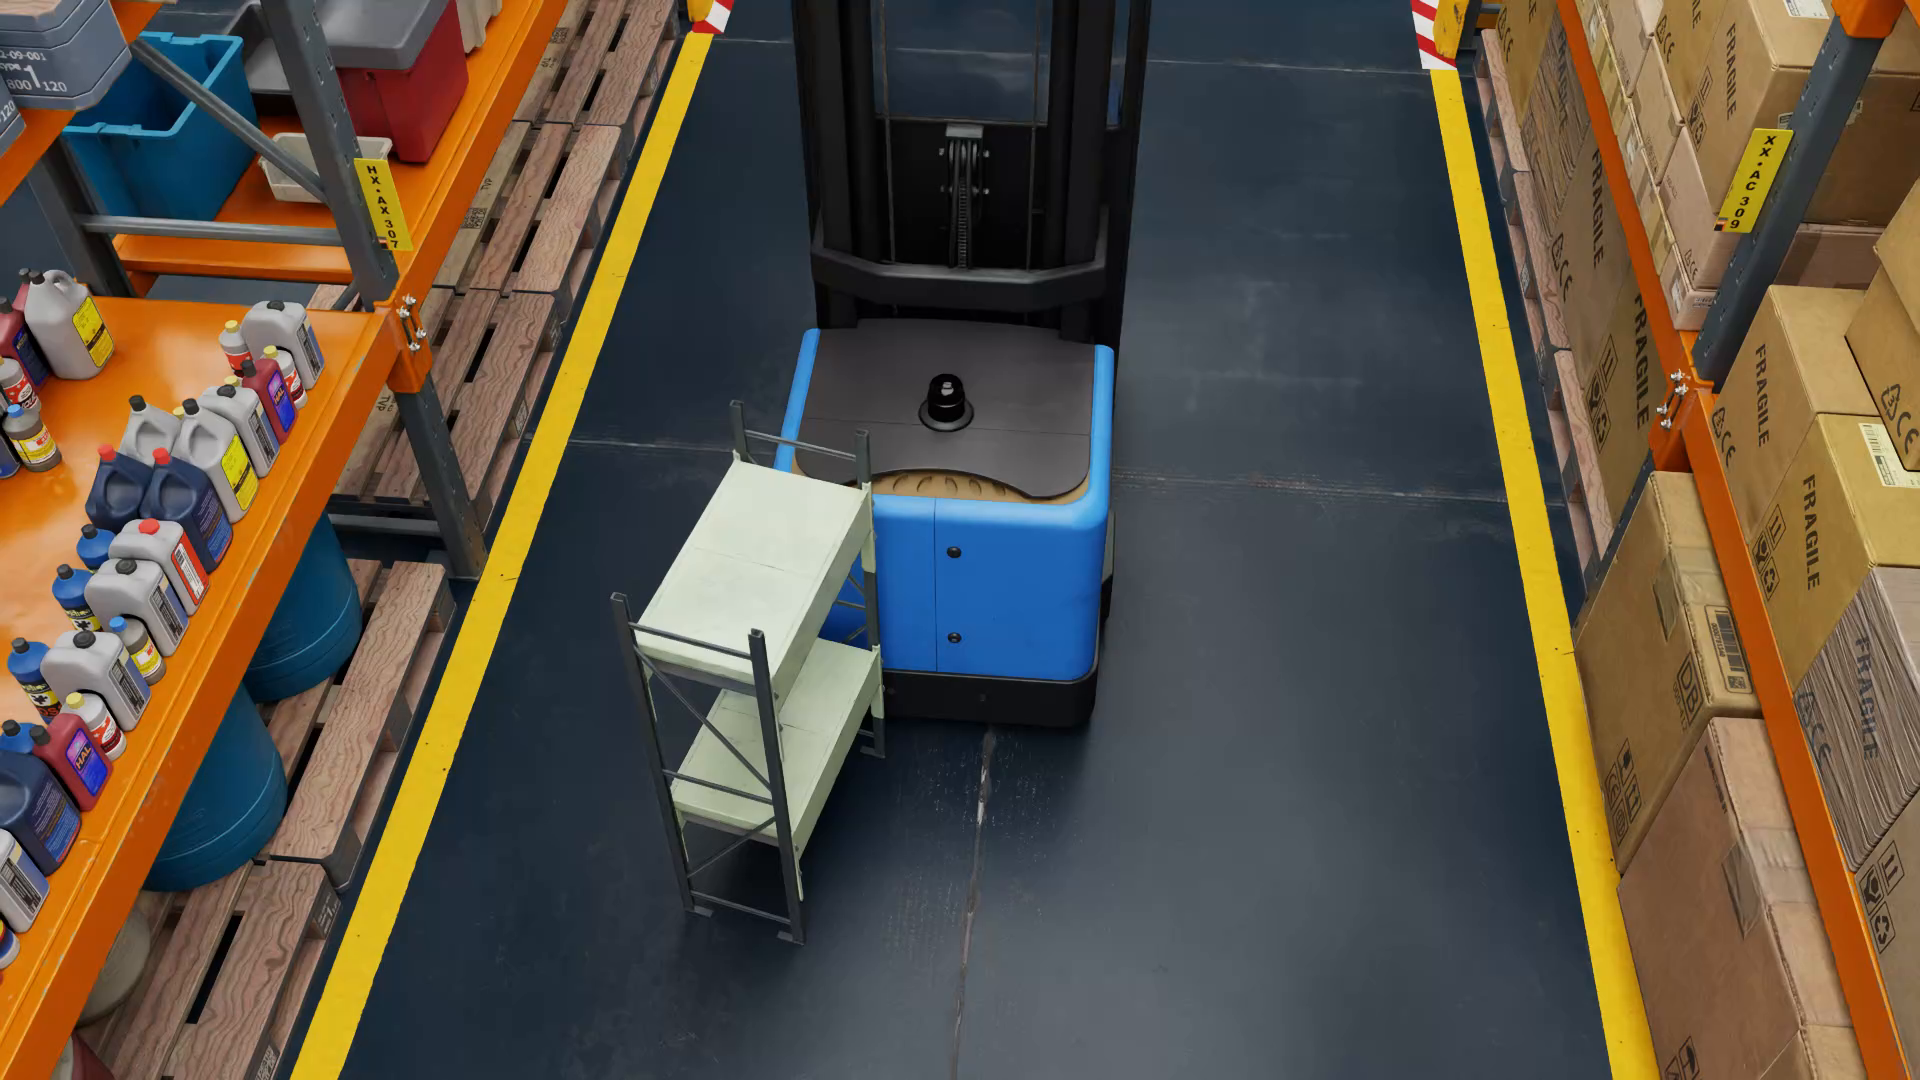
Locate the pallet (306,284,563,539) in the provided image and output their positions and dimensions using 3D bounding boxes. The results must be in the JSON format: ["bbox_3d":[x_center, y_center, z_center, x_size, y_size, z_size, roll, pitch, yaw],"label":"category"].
[{"bbox_3d":[-2.229,-0.539,6.600,1.003,0.211,1.213,4,48,4],"label":"pallet"}]

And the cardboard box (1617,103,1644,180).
[{"bbox_3d":[2.447,-1.332,5.606,0.380,0.149,0.250,5,48,4],"label":"cardboard box"}]

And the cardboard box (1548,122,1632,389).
[{"bbox_3d":[2.897,-1.170,6.442,0.875,0.875,0.875,4,48,4],"label":"cardboard box"}]

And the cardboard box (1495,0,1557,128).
[{"bbox_3d":[3.061,-2.492,7.652,0.875,0.875,0.875,4,48,4],"label":"cardboard box"}]

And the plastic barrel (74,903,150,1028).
[{"bbox_3d":[-2.529,1.089,4.623,0.421,0.512,0.421,0,48,0],"label":"plastic barrel"}]

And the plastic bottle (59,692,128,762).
[{"bbox_3d":[-2.067,0.437,3.952,0.097,0.201,0.097,0,48,0],"label":"plastic bottle"}]

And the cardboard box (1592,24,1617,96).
[{"bbox_3d":[2.493,-1.710,5.951,0.380,0.149,0.250,3,48,3],"label":"cardboard box"}]

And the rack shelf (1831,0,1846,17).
[{"bbox_3d":[2.857,-2.843,5.272,1.077,0.370,4.000,4,48,4],"label":"rack shelf"}]

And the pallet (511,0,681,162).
[{"bbox_3d":[-2.006,-2.332,8.240,1.003,0.211,1.213,4,48,4],"label":"pallet"}]

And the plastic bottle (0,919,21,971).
[{"bbox_3d":[-2.117,0.817,3.557,0.097,0.271,0.097,0,48,0],"label":"plastic bottle"}]

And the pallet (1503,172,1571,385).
[{"bbox_3d":[2.931,-1.115,7.127,1.003,0.211,1.213,4,48,4],"label":"pallet"}]

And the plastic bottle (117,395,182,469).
[{"bbox_3d":[-2.159,-0.233,4.463,0.144,0.351,0.185,4,48,4],"label":"plastic bottle"}]

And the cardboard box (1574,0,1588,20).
[{"bbox_3d":[2.540,-2.090,6.299,0.380,0.149,0.250,3,48,3],"label":"cardboard box"}]

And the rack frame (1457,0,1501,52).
[{"bbox_3d":[3.040,-3.543,7.458,1.000,3.000,0.127,4,48,4],"label":"rack frame"}]

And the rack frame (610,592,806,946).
[{"bbox_3d":[-0.667,0.688,4.605,0.400,1.500,0.023,14,49,12],"label":"rack frame"}]

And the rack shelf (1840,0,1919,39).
[{"bbox_3d":[2.493,0.096,2.584,1.077,0.370,4.000,4,48,4],"label":"rack shelf"}]

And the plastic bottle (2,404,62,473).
[{"bbox_3d":[-2.586,-0.292,4.619,0.097,0.201,0.097,0,48,0],"label":"plastic bottle"}]

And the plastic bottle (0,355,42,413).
[{"bbox_3d":[-2.720,-0.445,4.759,0.097,0.201,0.097,0,48,0],"label":"plastic bottle"}]

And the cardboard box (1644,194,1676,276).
[{"bbox_3d":[2.400,-0.955,5.261,0.380,0.149,0.250,5,48,4],"label":"cardboard box"}]

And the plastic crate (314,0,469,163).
[{"bbox_3d":[-1.926,-1.618,5.613,0.402,0.464,0.583,4,48,4],"label":"plastic crate"}]

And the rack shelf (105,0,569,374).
[{"bbox_3d":[-2.075,-2.164,6.684,1.077,0.370,4.000,4,48,4],"label":"rack shelf"}]

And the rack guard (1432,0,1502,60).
[{"bbox_3d":[3.042,-2.717,8.397,1.175,0.500,0.348,4,48,4],"label":"rack guard"}]

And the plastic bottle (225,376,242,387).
[{"bbox_3d":[-2.027,-0.378,4.697,0.097,0.201,0.097,0,48,0],"label":"plastic bottle"}]

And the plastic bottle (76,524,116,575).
[{"bbox_3d":[-2.176,0.062,4.248,0.097,0.271,0.097,0,48,0],"label":"plastic bottle"}]

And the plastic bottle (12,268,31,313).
[{"bbox_3d":[-2.715,-0.657,4.897,0.061,0.283,0.133,4,48,4],"label":"plastic bottle"}]

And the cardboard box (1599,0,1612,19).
[{"bbox_3d":[2.595,-2.123,6.059,0.500,0.250,0.500,3,48,3],"label":"cardboard box"}]

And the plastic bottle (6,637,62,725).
[{"bbox_3d":[-2.210,0.331,4.001,0.097,0.271,0.097,0,48,0],"label":"plastic bottle"}]

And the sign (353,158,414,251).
[{"bbox_3d":[-1.710,-0.992,4.937,0.100,0.325,0.005,4,48,4],"label":"sign"}]

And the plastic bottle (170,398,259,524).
[{"bbox_3d":[-2.015,-0.223,4.455,0.144,0.351,0.185,4,48,4],"label":"plastic bottle"}]

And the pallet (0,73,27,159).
[{"bbox_3d":[-2.332,-0.470,2.742,1.003,0.211,1.213,4,48,4],"label":"pallet"}]

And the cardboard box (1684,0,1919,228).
[{"bbox_3d":[2.451,-1.263,4.764,0.500,0.500,0.500,5,48,5],"label":"cardboard box"}]

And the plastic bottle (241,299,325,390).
[{"bbox_3d":[-1.971,-0.584,4.835,0.152,0.276,0.135,4,48,4],"label":"plastic bottle"}]

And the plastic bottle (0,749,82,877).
[{"bbox_3d":[-2.115,0.586,3.714,0.144,0.351,0.185,4,48,4],"label":"plastic bottle"}]

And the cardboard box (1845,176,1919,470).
[{"bbox_3d":[2.625,-0.506,3.933,0.797,0.503,0.637,3,48,3],"label":"cardboard box"}]

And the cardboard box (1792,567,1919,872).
[{"bbox_3d":[2.293,0.421,3.765,0.500,0.500,0.500,3,48,3],"label":"cardboard box"}]

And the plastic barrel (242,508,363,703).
[{"bbox_3d":[-2.324,0.028,5.329,0.600,0.901,0.708,4,48,4],"label":"plastic barrel"}]

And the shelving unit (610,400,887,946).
[{"bbox_3d":[-0.553,0.431,4.839,0.431,1.500,0.755,14,49,12],"label":"shelving unit"}]

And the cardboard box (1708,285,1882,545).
[{"bbox_3d":[2.384,-0.317,4.439,0.500,0.500,0.500,4,48,4],"label":"cardboard box"}]

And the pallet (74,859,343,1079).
[{"bbox_3d":[-2.478,1.467,4.765,1.003,0.211,1.213,4,48,4],"label":"pallet"}]

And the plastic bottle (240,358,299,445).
[{"bbox_3d":[-1.947,-0.413,4.674,0.061,0.283,0.133,4,48,4],"label":"plastic bottle"}]

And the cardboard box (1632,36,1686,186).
[{"bbox_3d":[2.499,-1.376,5.376,0.500,0.250,0.500,5,48,5],"label":"cardboard box"}]

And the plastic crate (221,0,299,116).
[{"bbox_3d":[-2.423,-1.705,5.922,0.437,0.125,0.590,4,48,4],"label":"plastic crate"}]

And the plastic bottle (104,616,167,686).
[{"bbox_3d":[-2.046,0.266,4.108,0.097,0.201,0.097,0,48,0],"label":"plastic bottle"}]

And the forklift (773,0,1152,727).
[{"bbox_3d":[0.055,-1.452,5.592,1.130,2.935,3.031,4,48,3],"label":"forklift"}]

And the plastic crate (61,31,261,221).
[{"bbox_3d":[-2.554,-1.318,5.393,0.392,0.384,0.575,4,48,4],"label":"plastic crate"}]

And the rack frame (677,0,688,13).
[{"bbox_3d":[-1.893,-3.876,7.763,1.000,3.000,0.127,4,48,4],"label":"rack frame"}]

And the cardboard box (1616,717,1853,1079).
[{"bbox_3d":[2.556,1.100,4.367,1.225,0.875,0.875,2,48,2],"label":"cardboard box"}]

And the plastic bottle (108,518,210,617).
[{"bbox_3d":[-2.050,0.055,4.251,0.152,0.276,0.135,4,48,4],"label":"plastic bottle"}]

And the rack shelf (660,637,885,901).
[{"bbox_3d":[-0.553,0.651,5.080,0.431,0.370,0.720,14,49,12],"label":"rack shelf"}]

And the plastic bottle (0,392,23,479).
[{"bbox_3d":[-2.712,-0.312,4.587,0.152,0.276,0.135,4,48,4],"label":"plastic bottle"}]
